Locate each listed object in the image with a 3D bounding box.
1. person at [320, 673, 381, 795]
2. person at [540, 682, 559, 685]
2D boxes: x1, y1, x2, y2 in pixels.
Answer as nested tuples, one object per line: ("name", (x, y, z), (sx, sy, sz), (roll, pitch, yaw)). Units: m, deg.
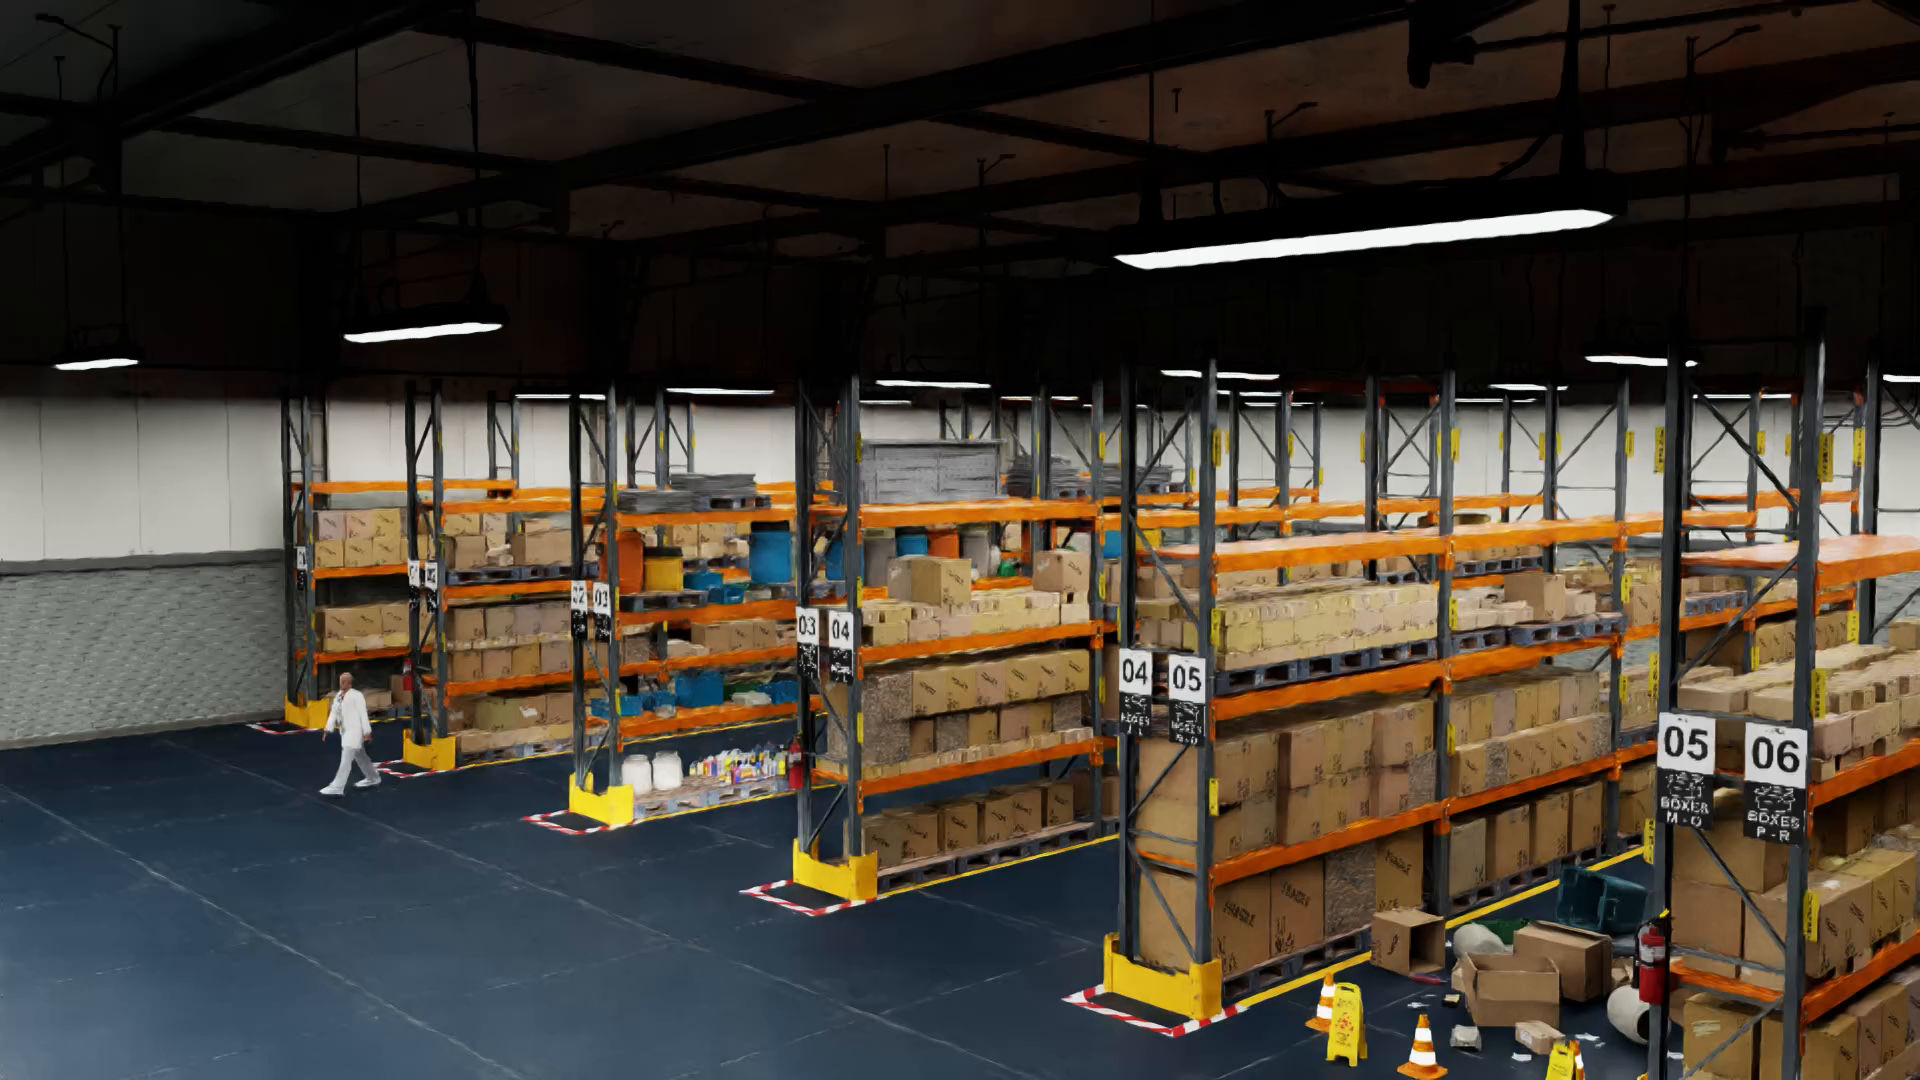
("person", (-8.807, 2.756, 23.949), (0.580, 1.709, 1.048), (3, 5, 38))
("person", (-7.280, 2.476, 29.451), (0.639, 1.632, 0.512), (4, 5, 44))
